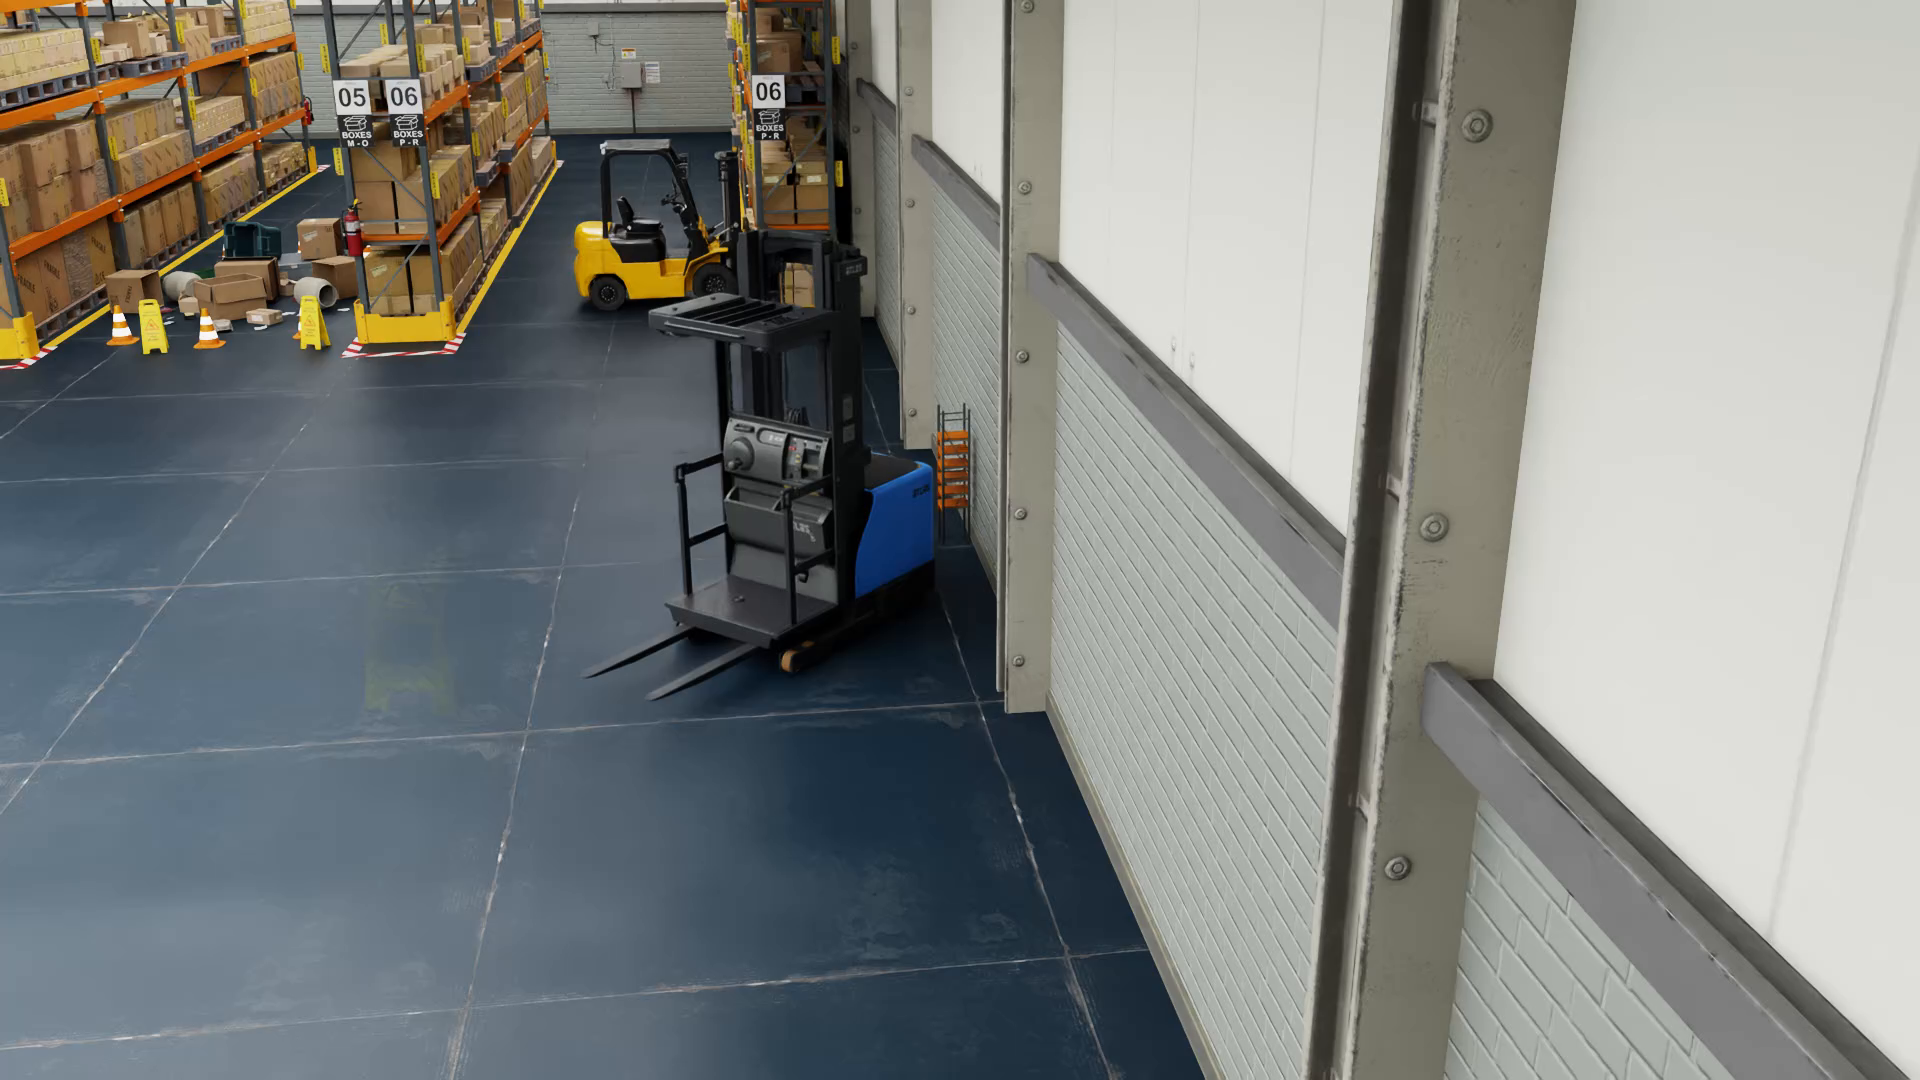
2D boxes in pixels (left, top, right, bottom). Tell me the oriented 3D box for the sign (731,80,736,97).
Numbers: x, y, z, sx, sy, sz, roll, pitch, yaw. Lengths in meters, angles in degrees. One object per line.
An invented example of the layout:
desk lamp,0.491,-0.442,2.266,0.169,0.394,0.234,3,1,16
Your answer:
sign,-4.355,-8.715,32.099,0.100,0.325,0.005,-3,21,-8

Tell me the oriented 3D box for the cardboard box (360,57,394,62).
cardboard box,-7.409,-6.050,21.135,0.380,0.149,0.250,-3,21,-8

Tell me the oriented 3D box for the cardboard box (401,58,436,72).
cardboard box,-6.839,-5.994,20.984,0.380,0.149,0.250,-3,21,-8

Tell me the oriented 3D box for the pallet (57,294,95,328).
pallet,-12.250,-3.036,22.118,1.003,0.211,1.213,-3,21,-8

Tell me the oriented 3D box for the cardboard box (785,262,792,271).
cardboard box,-2.464,-3.705,21.825,0.500,0.250,0.500,-2,21,-6

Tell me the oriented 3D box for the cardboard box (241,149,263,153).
cardboard box,-14.235,-7.768,33.426,0.380,0.149,0.250,-2,21,-6

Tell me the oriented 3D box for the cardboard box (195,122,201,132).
cardboard box,-12.950,-6.908,27.832,0.380,0.149,0.250,-2,21,-5

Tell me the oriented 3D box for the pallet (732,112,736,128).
pallet,-3.812,-7.967,31.609,1.003,0.211,1.213,-3,21,-8

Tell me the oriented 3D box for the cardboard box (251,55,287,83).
cardboard box,-13.722,-9.342,33.018,0.500,0.500,0.500,-2,21,-5

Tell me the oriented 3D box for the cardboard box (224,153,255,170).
cardboard box,-13.257,-6.935,30.472,0.500,0.250,0.500,-3,21,-9

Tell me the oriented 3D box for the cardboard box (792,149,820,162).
cardboard box,-2.066,-5.161,22.327,0.380,0.149,0.250,-2,21,-6

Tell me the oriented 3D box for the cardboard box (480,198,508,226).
cardboard box,-8.082,-5.472,27.811,0.950,0.372,0.625,-4,21,-11

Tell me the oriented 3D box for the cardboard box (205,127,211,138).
cardboard box,-13.021,-6.942,28.349,0.380,0.149,0.250,-2,21,-5

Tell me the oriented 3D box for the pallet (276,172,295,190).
pallet,-13.925,-7.151,33.134,1.003,0.211,1.213,-3,21,-8

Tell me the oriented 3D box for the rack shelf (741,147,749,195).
rack shelf,-2.954,-5.925,26.895,1.077,0.370,4.000,-3,21,-8

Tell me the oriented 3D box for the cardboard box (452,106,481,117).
cardboard box,-7.553,-6.556,25.462,0.380,0.149,0.250,-2,21,-5

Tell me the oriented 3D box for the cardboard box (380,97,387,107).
cardboard box,-7.402,-5.508,20.823,0.380,0.149,0.250,-2,21,-6

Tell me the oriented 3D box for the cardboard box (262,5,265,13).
cardboard box,-13.609,-10.219,32.008,0.380,0.149,0.250,-4,21,-9

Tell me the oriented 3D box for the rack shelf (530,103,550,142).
rack shelf,-9.019,-8.443,33.637,1.077,0.370,4.000,-3,21,-8

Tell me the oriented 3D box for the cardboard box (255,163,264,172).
cardboard box,-13.459,-7.073,31.564,0.380,0.149,0.250,-2,21,-6

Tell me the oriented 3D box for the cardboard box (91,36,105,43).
cardboard box,-13.005,-7.412,24.946,0.500,0.311,0.500,-3,21,-9

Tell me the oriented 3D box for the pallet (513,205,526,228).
pallet,-8.193,-5.673,29.178,1.003,0.211,1.213,-3,21,-8

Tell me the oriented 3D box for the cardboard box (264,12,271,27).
cardboard box,-13.665,-10.081,32.206,0.500,0.250,0.500,-4,21,-10

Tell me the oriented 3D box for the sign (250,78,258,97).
sign,-13.065,-8.375,30.771,0.100,0.325,0.005,-3,21,-8

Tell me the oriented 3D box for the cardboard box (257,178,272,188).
cardboard box,-13.349,-6.807,31.702,0.380,0.149,0.250,-4,21,-10

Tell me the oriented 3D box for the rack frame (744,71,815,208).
rack frame,-2.666,-5.569,24.915,1.000,3.000,0.127,-3,21,-8

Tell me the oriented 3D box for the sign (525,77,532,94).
sign,-8.195,-8.624,31.551,0.100,0.325,0.005,-3,21,-8

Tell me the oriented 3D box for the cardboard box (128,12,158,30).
cardboard box,-13.442,-8.533,27.324,0.396,0.266,0.258,-3,21,-8

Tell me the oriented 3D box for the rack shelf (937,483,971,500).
rack shelf,-0.051,-0.394,14.094,0.258,0.103,0.180,-5,22,-11

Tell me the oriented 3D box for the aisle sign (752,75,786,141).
aisle sign,-2.370,-5.365,20.652,0.394,0.787,0.004,-3,21,-8

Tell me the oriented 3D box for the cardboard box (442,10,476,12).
cardboard box,-8.695,-8.947,28.928,0.500,0.500,0.500,-3,21,-7

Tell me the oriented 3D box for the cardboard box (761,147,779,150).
cardboard box,-2.633,-5.225,22.497,0.380,0.149,0.250,-3,21,-7

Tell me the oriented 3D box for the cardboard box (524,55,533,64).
cardboard box,-8.720,-9.557,33.094,0.380,0.149,0.250,-3,21,-8

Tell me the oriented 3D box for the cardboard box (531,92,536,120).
cardboard box,-8.607,-8.485,32.577,0.500,0.500,0.500,-3,21,-7

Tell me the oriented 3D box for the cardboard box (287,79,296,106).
cardboard box,-13.802,-9.053,33.674,0.500,0.500,0.500,-3,21,-9

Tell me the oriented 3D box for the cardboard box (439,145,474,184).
cardboard box,-7.267,-5.363,23.793,0.500,0.500,0.500,-3,21,-9

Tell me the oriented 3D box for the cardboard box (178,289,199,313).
cardboard box,-10.391,-3.250,22.613,0.396,0.266,0.258,1,20,2

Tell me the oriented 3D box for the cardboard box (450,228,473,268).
cardboard box,-7.077,-4.034,23.061,0.500,0.500,0.500,-2,21,-5

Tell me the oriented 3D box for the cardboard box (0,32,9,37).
cardboard box,-12.634,-6.531,21.678,0.380,0.149,0.250,-3,21,-9

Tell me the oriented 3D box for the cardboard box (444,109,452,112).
cardboard box,-8.153,-6.555,26.384,0.500,0.500,0.500,-3,21,-7

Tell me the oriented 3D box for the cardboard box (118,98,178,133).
cardboard box,-12.983,-6.777,26.577,0.700,0.500,0.500,-3,21,-8

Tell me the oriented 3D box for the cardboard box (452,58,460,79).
cardboard box,-7.173,-6.478,22.850,0.500,0.250,0.500,-3,21,-9

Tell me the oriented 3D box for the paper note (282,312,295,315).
paper note,-9.081,-3.065,22.470,0.148,0.019,0.142,4,21,11

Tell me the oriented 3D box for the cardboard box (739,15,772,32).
cardboard box,-3.232,-8.035,26.342,0.500,0.500,0.500,-2,21,-6

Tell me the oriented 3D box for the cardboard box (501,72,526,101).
cardboard box,-8.417,-8.461,31.085,0.500,0.500,0.500,-2,21,-6

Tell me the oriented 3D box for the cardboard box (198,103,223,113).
cardboard box,-13.176,-7.580,29.208,0.380,0.149,0.250,-4,21,-10

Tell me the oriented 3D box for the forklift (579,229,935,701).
forklift,-1.438,-0.620,11.760,1.130,2.935,3.031,13,24,32

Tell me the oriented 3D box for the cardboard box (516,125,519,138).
cardboard box,-8.211,-7.344,29.881,0.500,0.250,0.500,-3,21,-8

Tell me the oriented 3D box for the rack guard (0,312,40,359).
rack guard,-11.881,-2.469,20.186,1.175,0.500,0.348,-3,21,-8

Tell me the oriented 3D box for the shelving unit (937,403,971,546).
shelving unit,-0.051,-0.547,14.034,0.258,1.200,0.189,-5,22,-11

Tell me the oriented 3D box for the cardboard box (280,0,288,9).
cardboard box,-13.852,-10.844,33.679,0.380,0.149,0.250,-3,21,-8

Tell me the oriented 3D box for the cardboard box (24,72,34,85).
cardboard box,-11.798,-5.751,20.730,0.380,0.149,0.250,-3,21,-8

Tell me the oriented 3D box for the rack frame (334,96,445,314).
rack frame,-7.001,-3.933,20.533,1.000,3.000,0.127,-3,21,-8

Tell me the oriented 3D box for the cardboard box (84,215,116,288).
cardboard box,-12.439,-4.013,23.185,0.875,0.875,0.875,-3,21,-7

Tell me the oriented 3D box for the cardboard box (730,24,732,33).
cardboard box,-3.992,-9.305,30.246,0.380,0.149,0.250,-2,21,-6
